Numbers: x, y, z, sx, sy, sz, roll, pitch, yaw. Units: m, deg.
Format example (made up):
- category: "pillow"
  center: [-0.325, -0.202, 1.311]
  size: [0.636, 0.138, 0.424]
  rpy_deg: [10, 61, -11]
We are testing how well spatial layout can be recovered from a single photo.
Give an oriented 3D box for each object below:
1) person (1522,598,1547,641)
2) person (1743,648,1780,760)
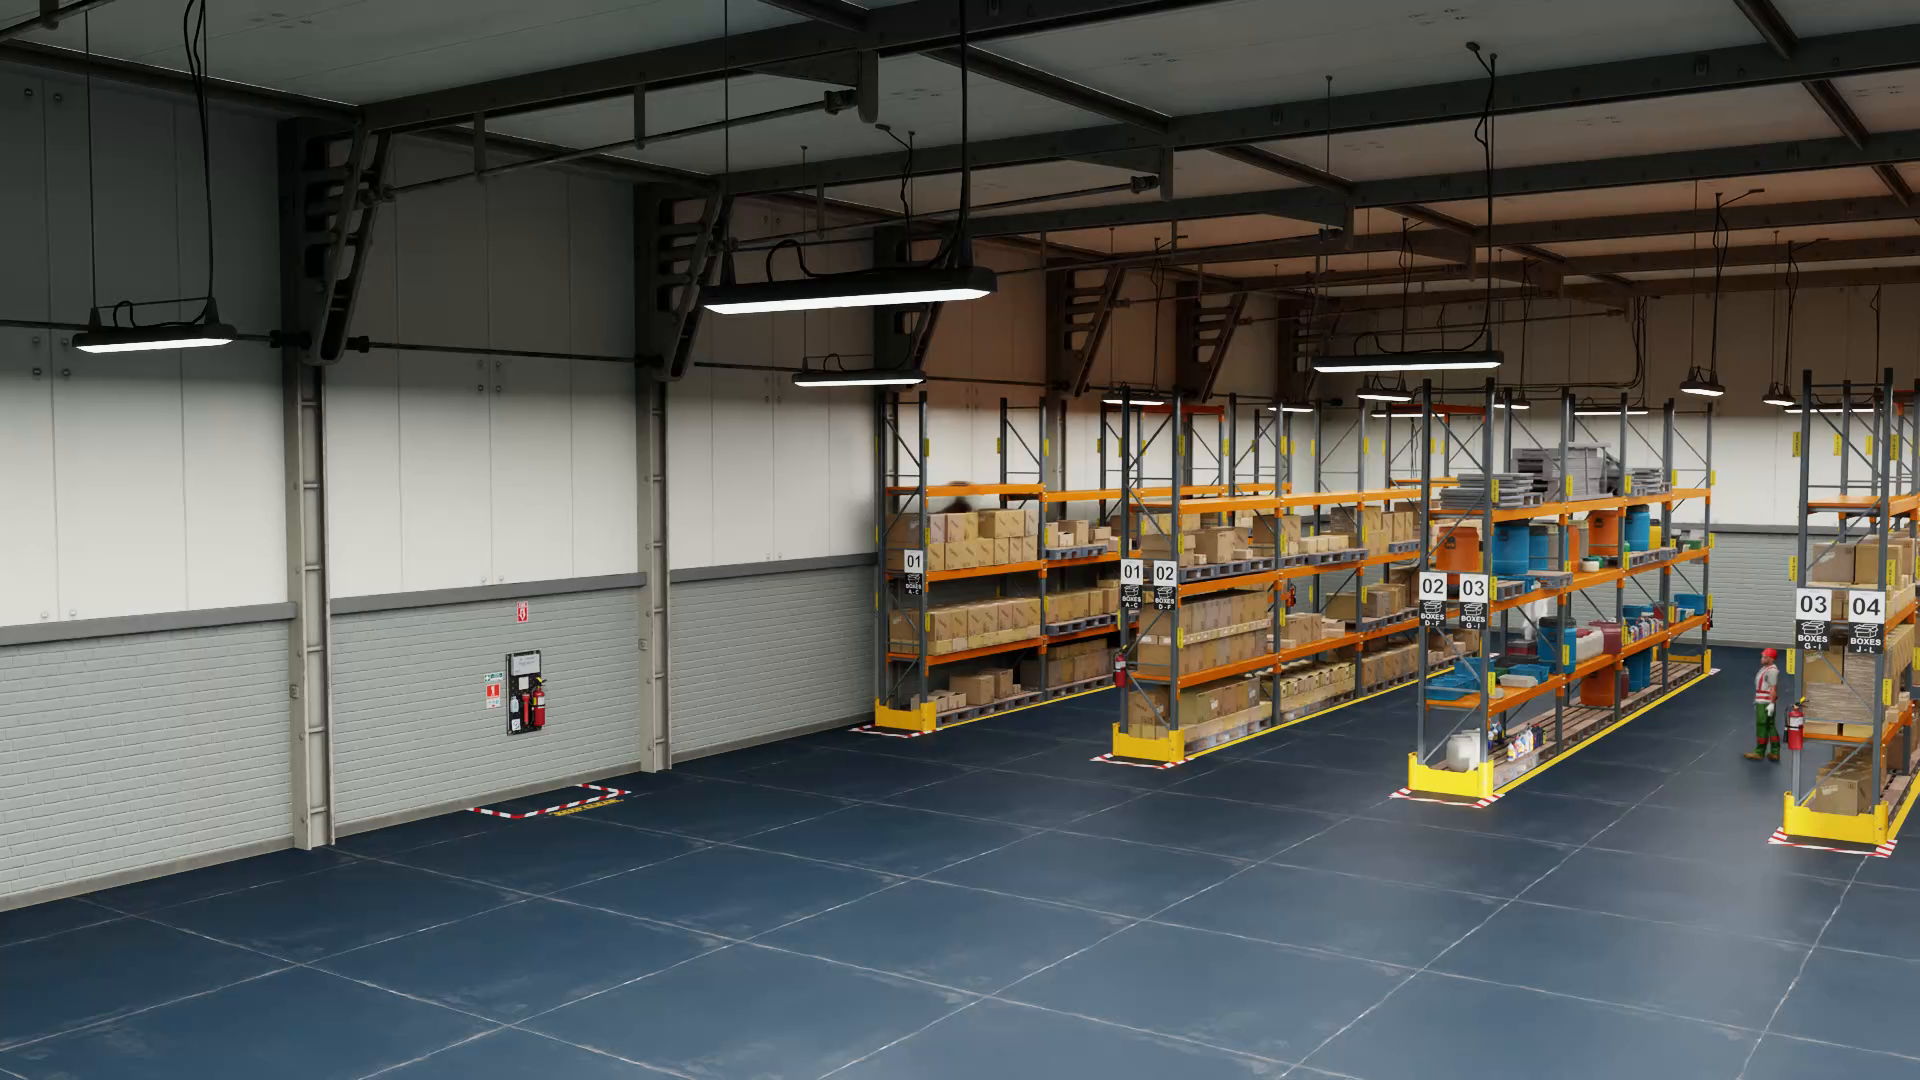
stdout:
- category: "person"
  center: [13.773, 1.913, 39.880]
  size: [0.585, 1.727, 1.128]
  rpy_deg: [2, 4, 27]
- category: "person"
  center: [12.927, 2.626, 26.763]
  size: [0.513, 1.797, 0.548]
  rpy_deg: [2, 4, 33]
